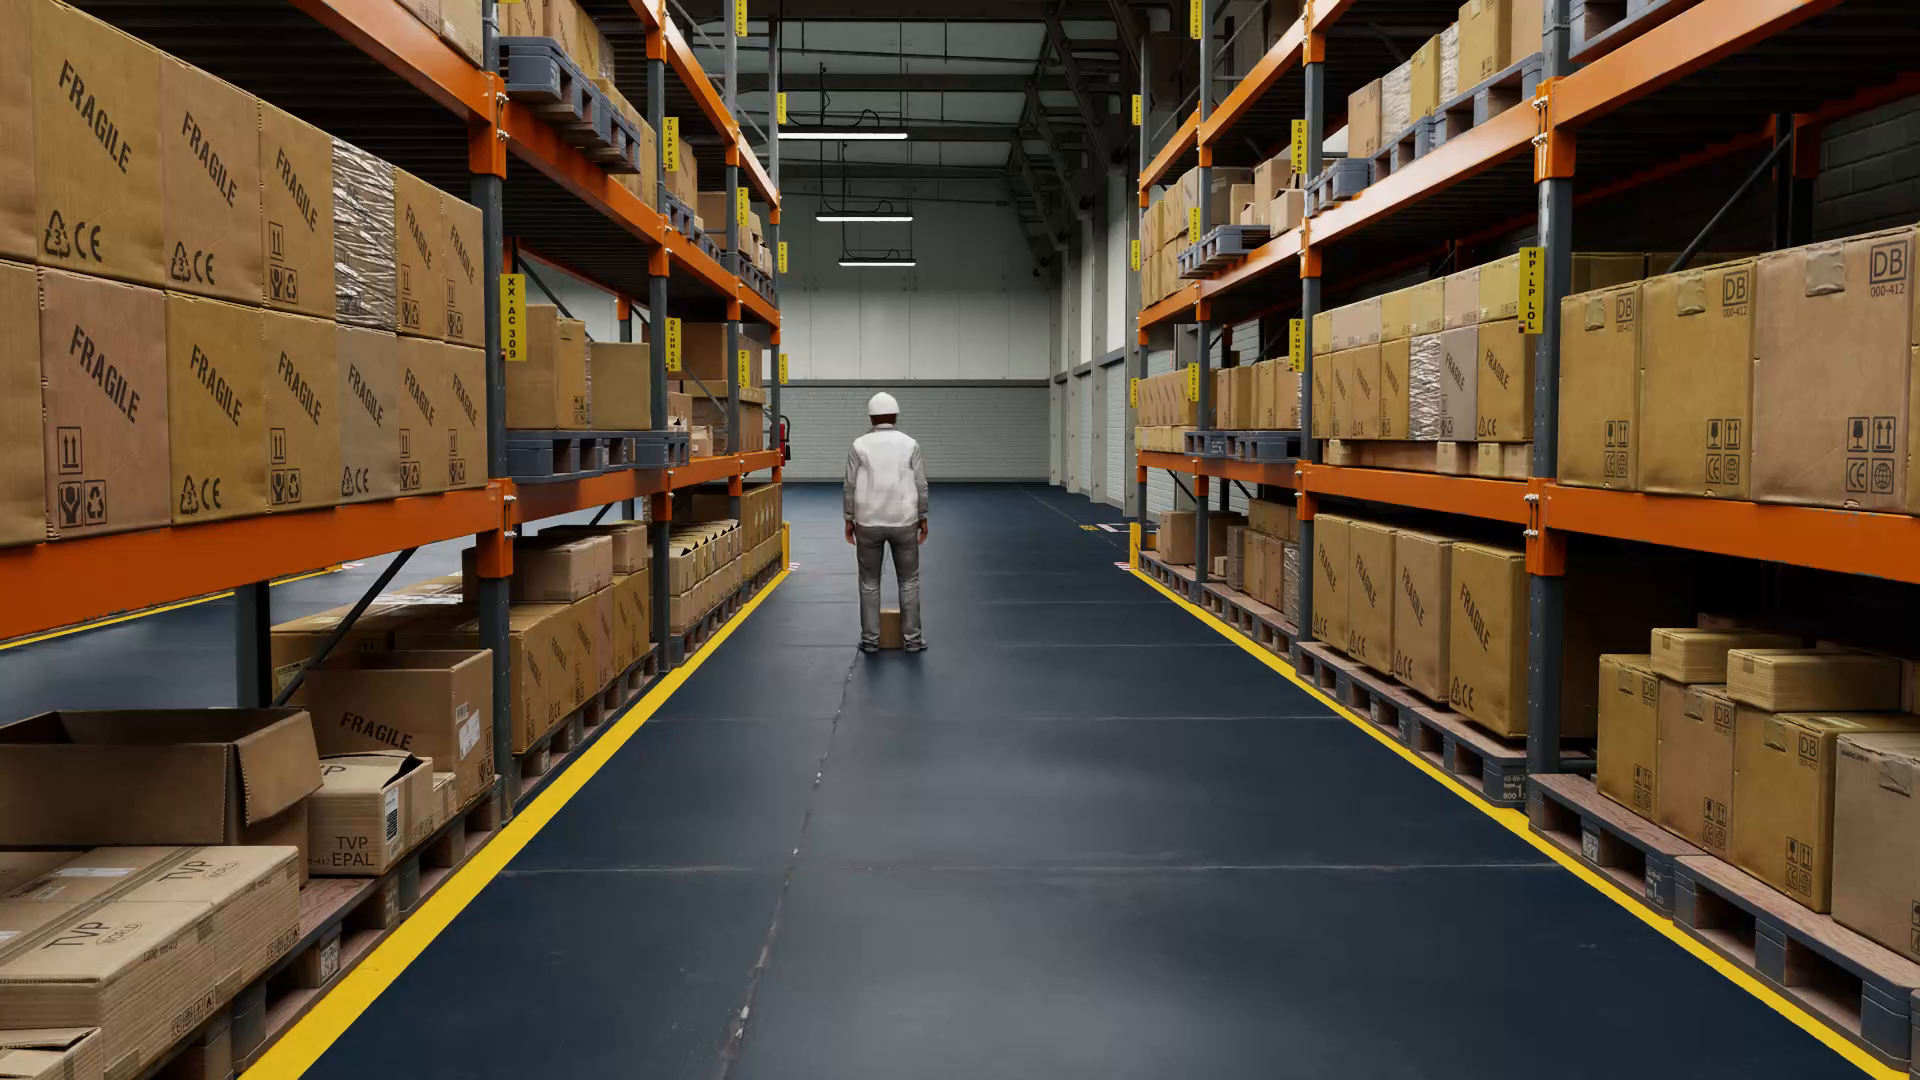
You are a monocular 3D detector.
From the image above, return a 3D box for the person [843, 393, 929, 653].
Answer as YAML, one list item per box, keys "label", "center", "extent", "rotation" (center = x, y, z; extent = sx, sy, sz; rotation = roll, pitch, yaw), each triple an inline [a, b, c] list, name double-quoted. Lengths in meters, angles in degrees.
- label: "person"
  center: [-0.505, -0.121, 11.394]
  extent: [0.587, 1.771, 0.465]
  rotation: [0, 4, -2]
